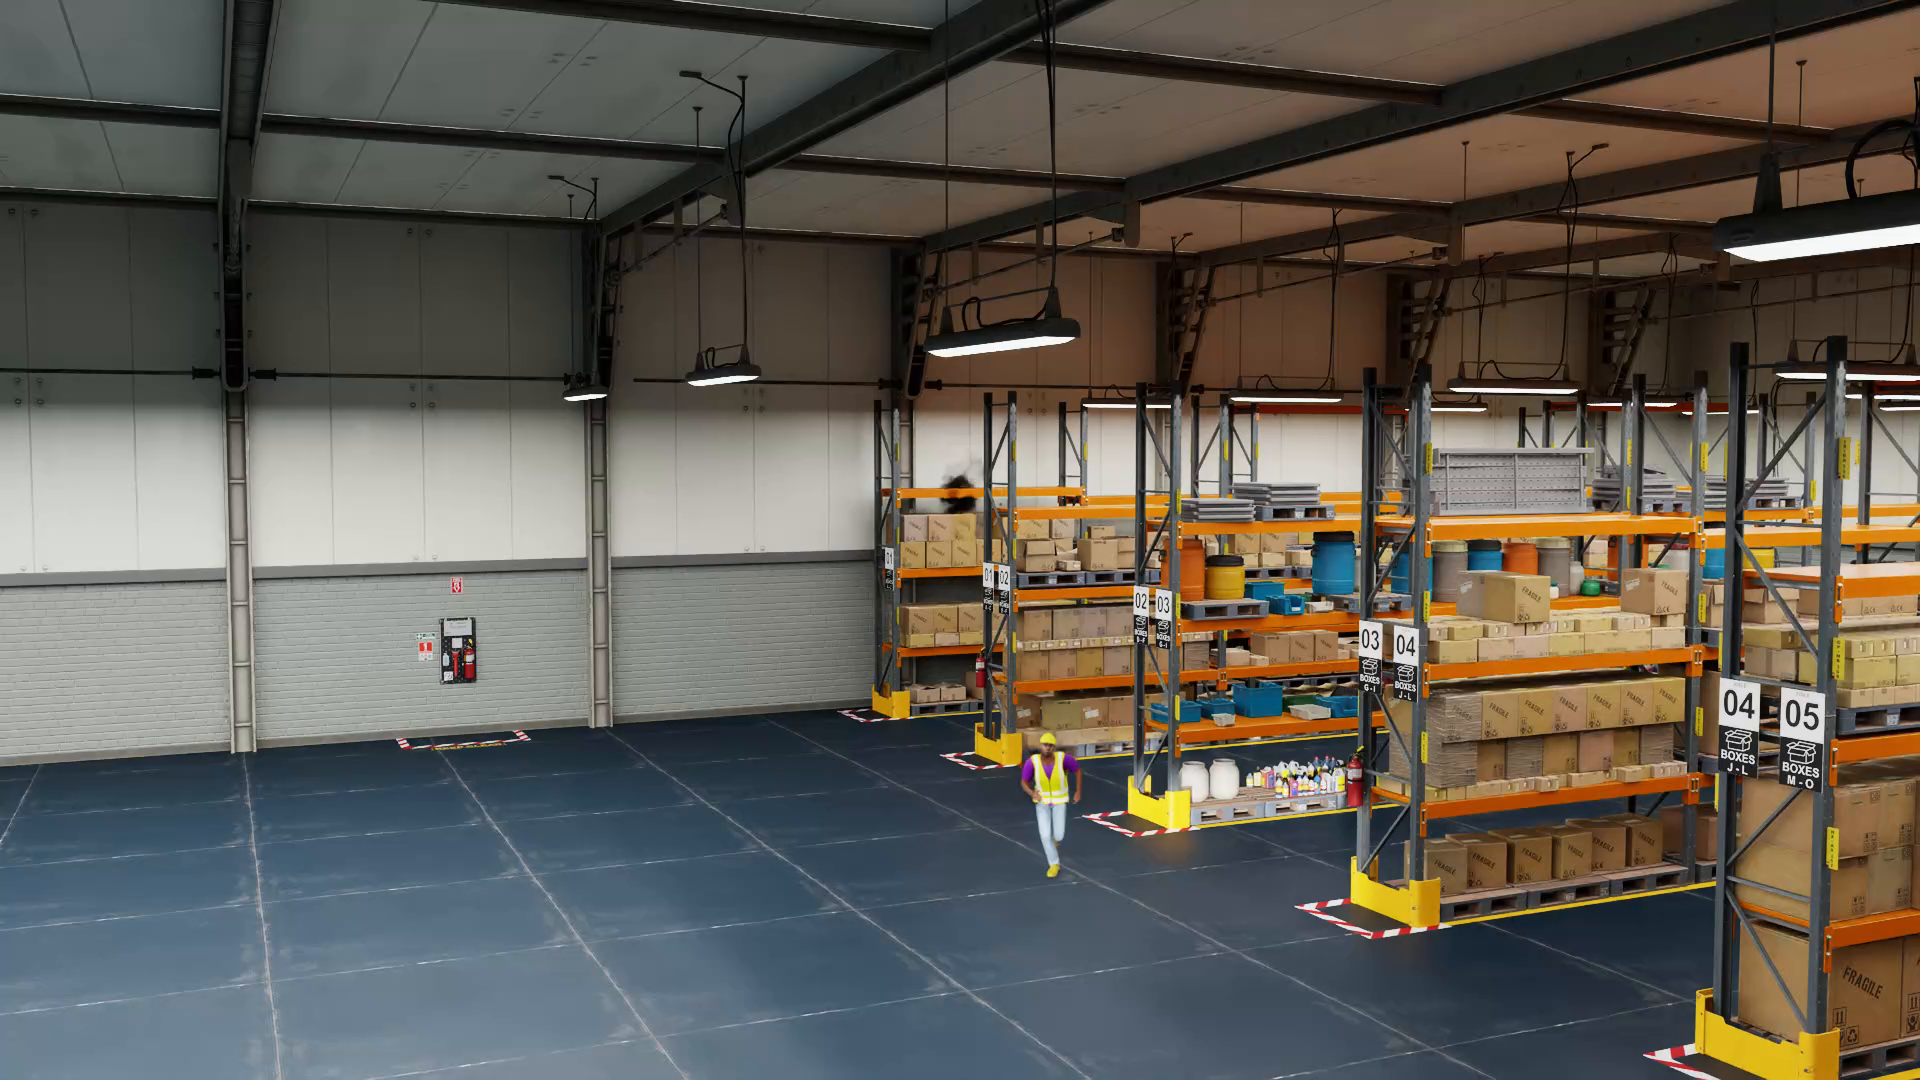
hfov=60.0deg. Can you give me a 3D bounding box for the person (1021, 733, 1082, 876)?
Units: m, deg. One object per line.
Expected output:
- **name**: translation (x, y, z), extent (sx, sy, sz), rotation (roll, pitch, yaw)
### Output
- **person**: translation (1.101, 3.159, 20.004), extent (0.744, 1.715, 0.685), rotation (0, 3, 2)

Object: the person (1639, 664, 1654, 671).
- **person**: translation (12.451, 2.583, 30.148), extent (0.569, 1.648, 0.614), rotation (-2, 4, -33)
